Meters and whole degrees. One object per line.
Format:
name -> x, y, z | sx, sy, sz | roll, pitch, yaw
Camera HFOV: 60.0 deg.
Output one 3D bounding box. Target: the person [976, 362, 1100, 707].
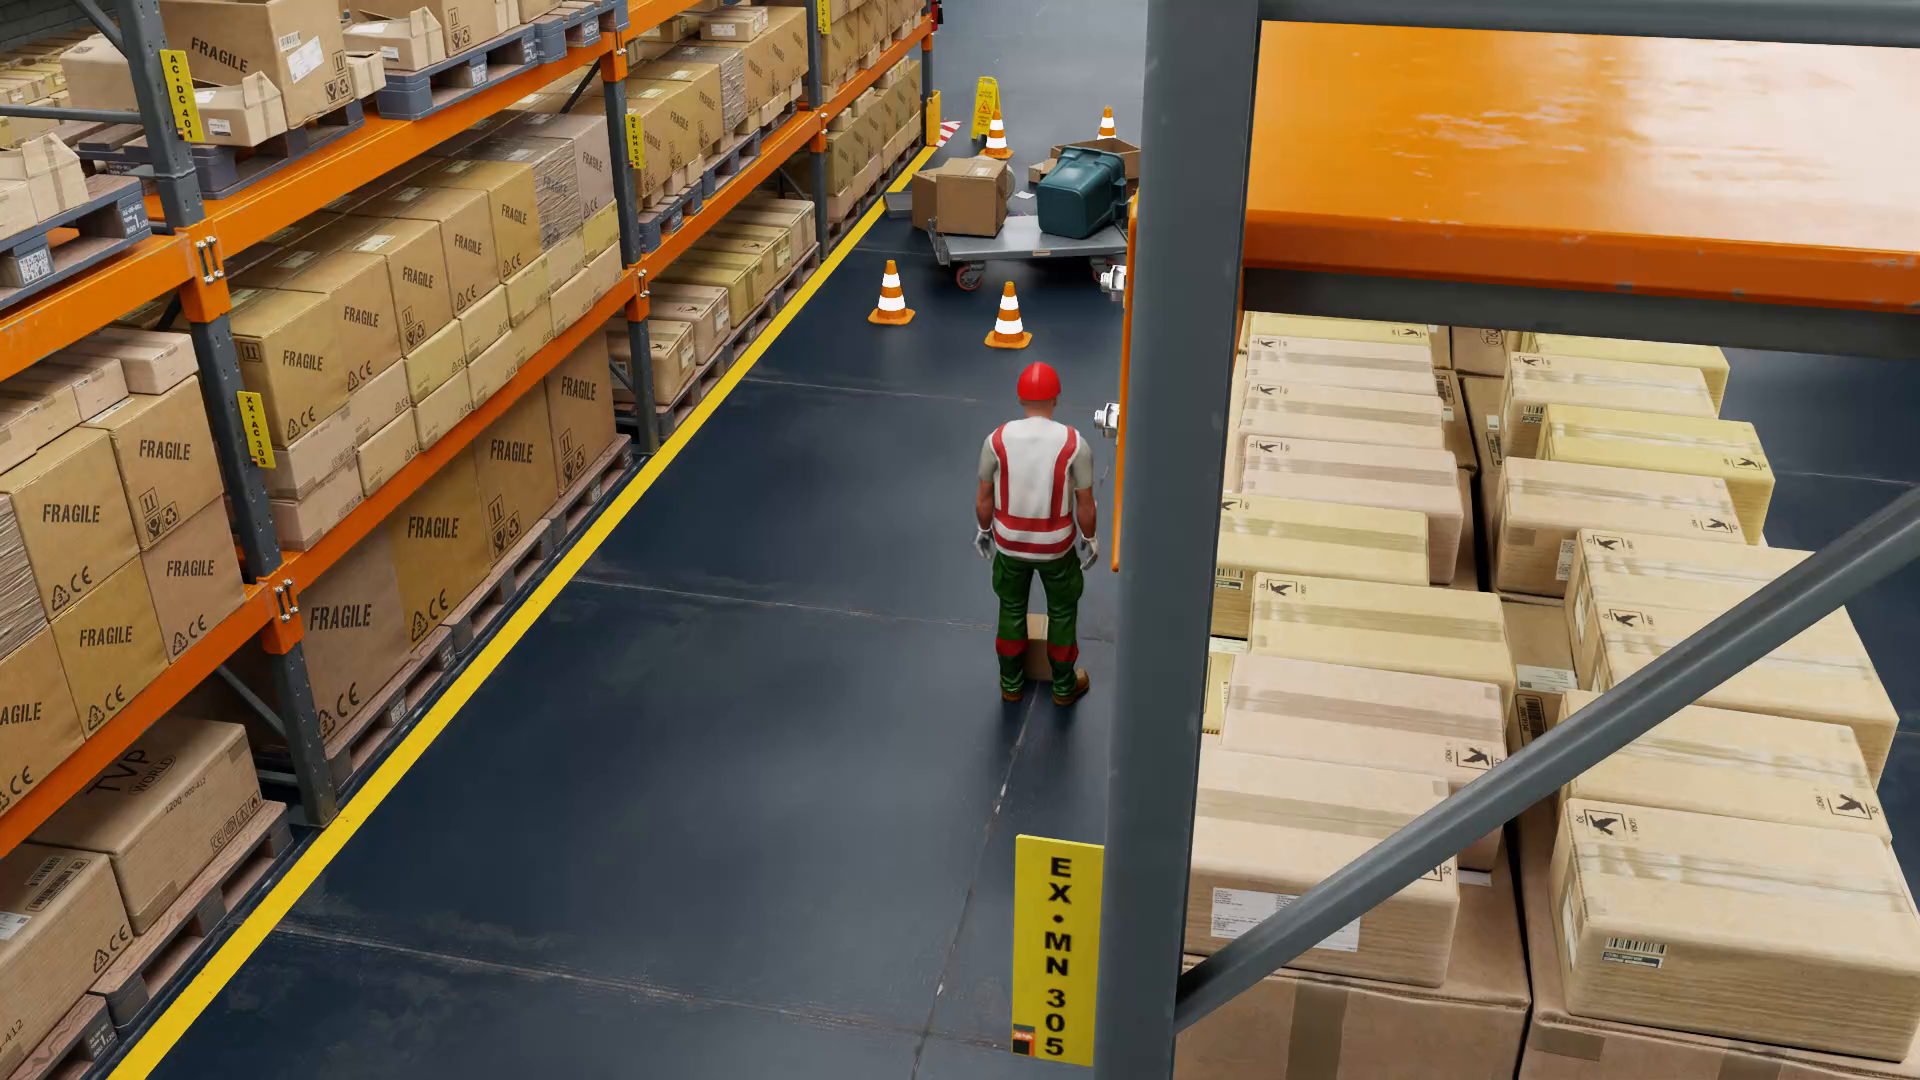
person -> 0.379, -0.007, 8.122 | 0.611, 1.779, 0.455 | 6, 29, 11
